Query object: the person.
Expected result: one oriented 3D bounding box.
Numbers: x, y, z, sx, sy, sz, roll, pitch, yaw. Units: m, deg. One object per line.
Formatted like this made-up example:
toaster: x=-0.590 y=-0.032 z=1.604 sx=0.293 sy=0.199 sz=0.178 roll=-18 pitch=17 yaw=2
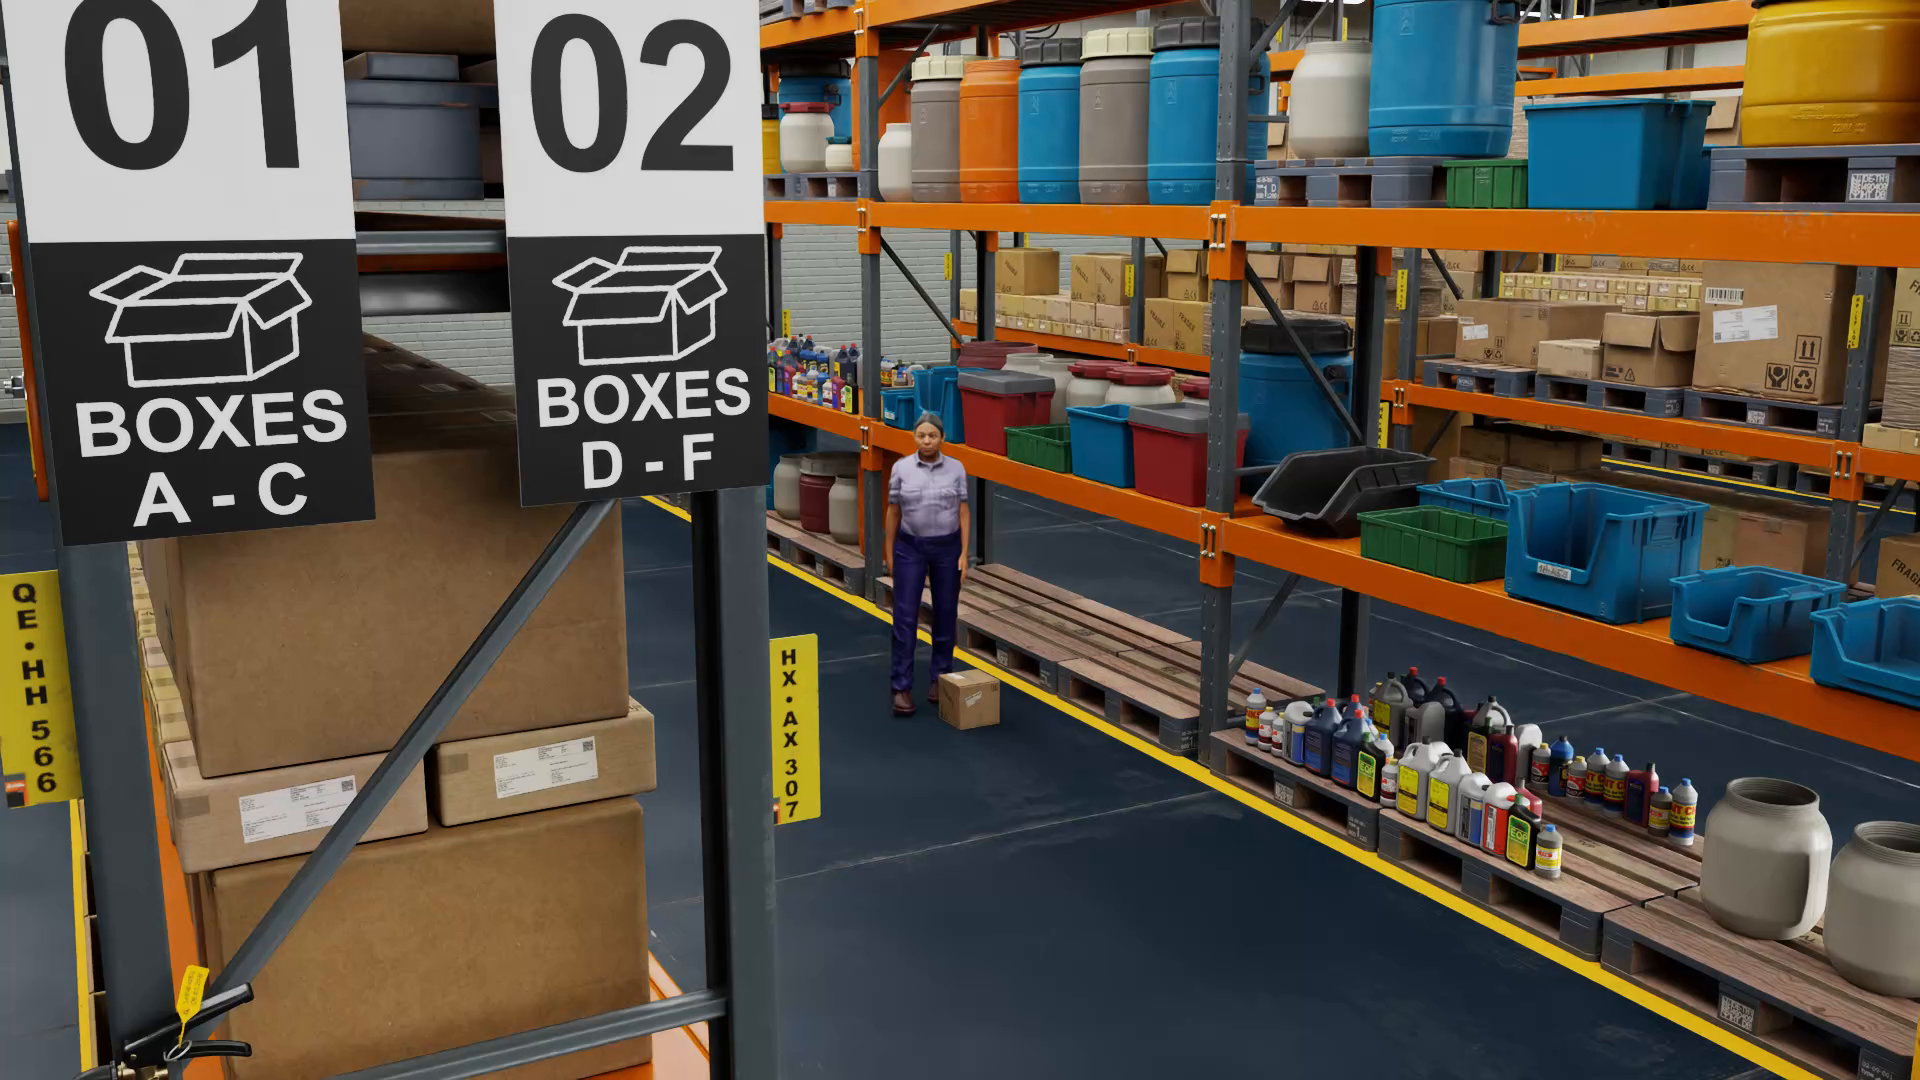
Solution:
person: x=-0.164 y=0.120 z=9.370 sx=0.489 sy=1.644 sz=0.584 roll=-2 pitch=12 yaw=-8
